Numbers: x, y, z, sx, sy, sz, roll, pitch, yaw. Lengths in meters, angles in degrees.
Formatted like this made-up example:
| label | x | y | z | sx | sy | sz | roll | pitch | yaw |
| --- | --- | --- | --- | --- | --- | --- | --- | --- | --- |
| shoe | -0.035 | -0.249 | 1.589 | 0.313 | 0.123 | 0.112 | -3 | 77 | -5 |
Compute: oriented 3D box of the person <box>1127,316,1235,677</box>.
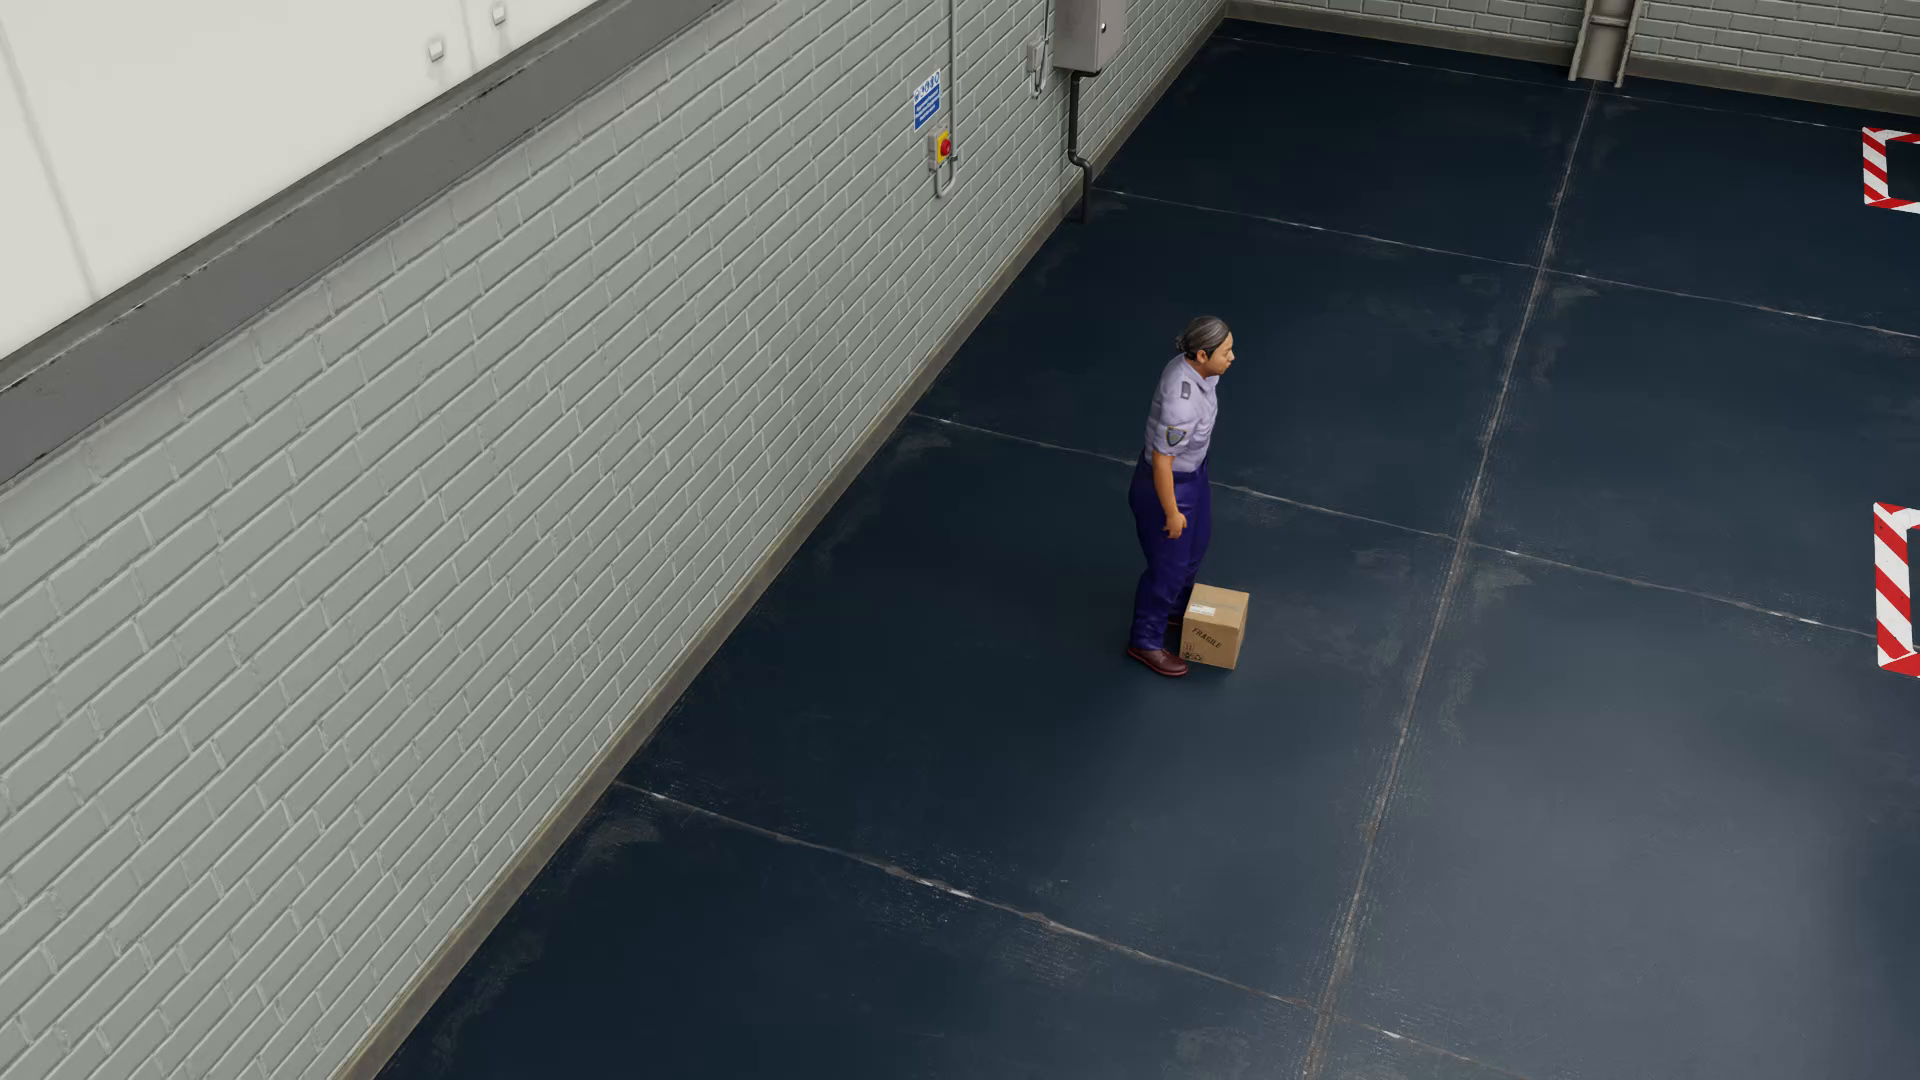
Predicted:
| label | x | y | z | sx | sy | sz | roll | pitch | yaw |
| --- | --- | --- | --- | --- | --- | --- | --- | --- | --- |
| person | 0.950 | -0.218 | 7.106 | 0.423 | 1.652 | 0.564 | 12 | 39 | 15 |
